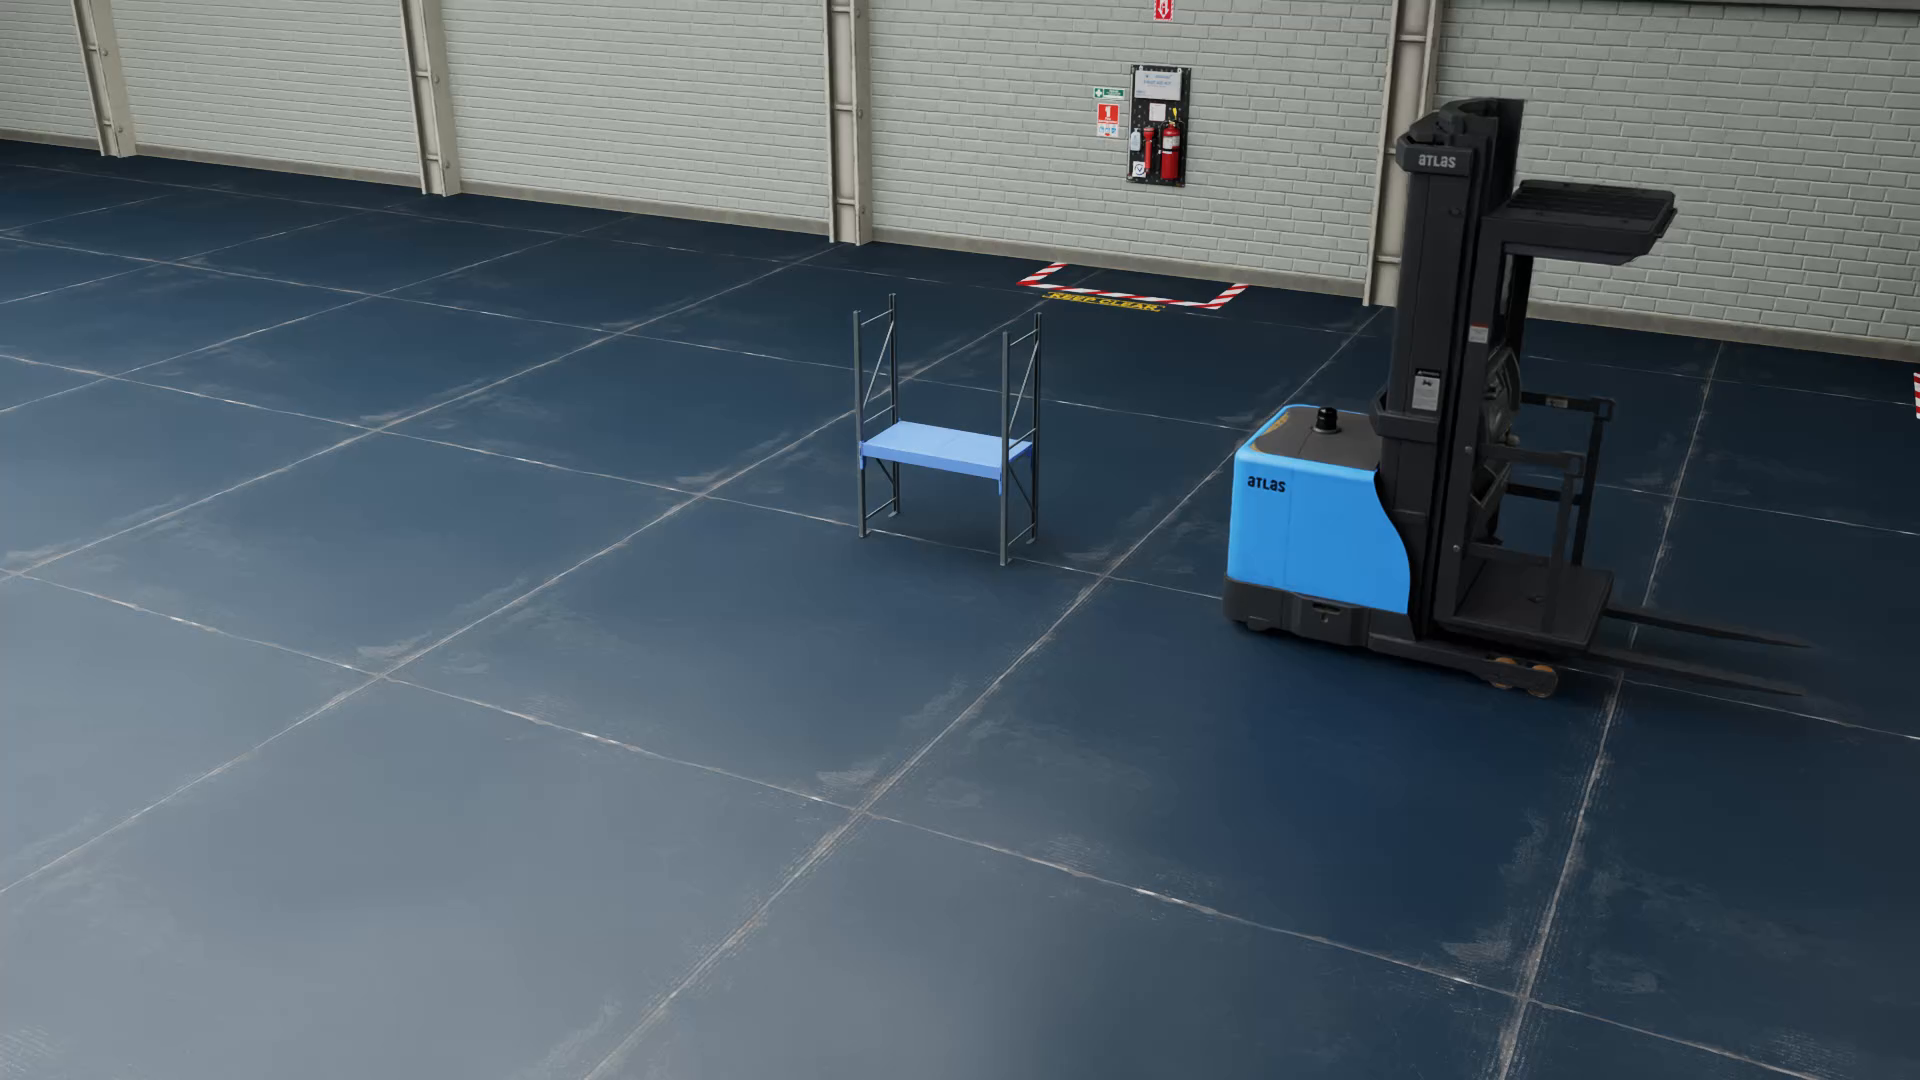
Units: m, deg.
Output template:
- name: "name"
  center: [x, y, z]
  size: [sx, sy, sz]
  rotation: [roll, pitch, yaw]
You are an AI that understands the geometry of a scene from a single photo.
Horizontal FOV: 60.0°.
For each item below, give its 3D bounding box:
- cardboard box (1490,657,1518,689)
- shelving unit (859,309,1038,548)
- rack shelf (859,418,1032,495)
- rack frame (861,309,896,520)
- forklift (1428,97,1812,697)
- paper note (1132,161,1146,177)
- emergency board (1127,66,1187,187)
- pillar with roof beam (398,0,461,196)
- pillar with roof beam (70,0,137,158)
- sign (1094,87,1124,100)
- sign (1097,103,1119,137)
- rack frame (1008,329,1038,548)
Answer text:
- name: "cardboard box"
  center: [2.904, 0.711, 8.879]
  size: [0.160, 0.156, 0.130]
  rotation: [11, 25, 24]
- name: "shelving unit"
  center: [-0.076, -0.705, 10.492]
  size: [1.030, 1.308, 0.538]
  rotation: [11, 25, 25]
- name: "rack shelf"
  center: [-0.076, -0.540, 10.562]
  size: [1.000, 0.185, 0.538]
  rotation: [11, 25, 25]
- name: "rack frame"
  center: [-0.531, -0.794, 10.702]
  size: [0.013, 1.308, 0.475]
  rotation: [11, 25, 25]
- name: "forklift"
  center: [3.056, -0.753, 8.777]
  size: [3.031, 2.935, 1.121]
  rotation: [12, 26, 25]
- name: "paper note"
  center: [1.825, -3.768, 16.903]
  size: [0.142, 0.148, 0.016]
  rotation: [11, 25, 25]
- name: "emergency board"
  center: [1.954, -4.117, 16.598]
  size: [0.636, 1.158, 0.192]
  rotation: [11, 25, 25]
- name: "pillar with roof beam"
  center: [-8.512, -7.044, 15.816]
  size: [0.400, 9.000, 9.100]
  rotation: [11, 25, 25]
- name: "pillar with roof beam"
  center: [-13.866, -8.104, 18.307]
  size: [0.400, 9.000, 9.100]
  rotation: [11, 25, 25]
- name: "sign"
  center: [1.505, -4.508, 16.795]
  size: [0.331, 0.109, 0.001]
  rotation: [11, 25, 25]
- name: "sign"
  center: [1.504, -4.268, 16.908]
  size: [0.234, 0.329, 0.001]
  rotation: [11, 25, 25]
- name: "rack frame"
  center: [0.377, -0.615, 10.279]
  size: [0.013, 1.308, 0.475]
  rotation: [11, 25, 25]
